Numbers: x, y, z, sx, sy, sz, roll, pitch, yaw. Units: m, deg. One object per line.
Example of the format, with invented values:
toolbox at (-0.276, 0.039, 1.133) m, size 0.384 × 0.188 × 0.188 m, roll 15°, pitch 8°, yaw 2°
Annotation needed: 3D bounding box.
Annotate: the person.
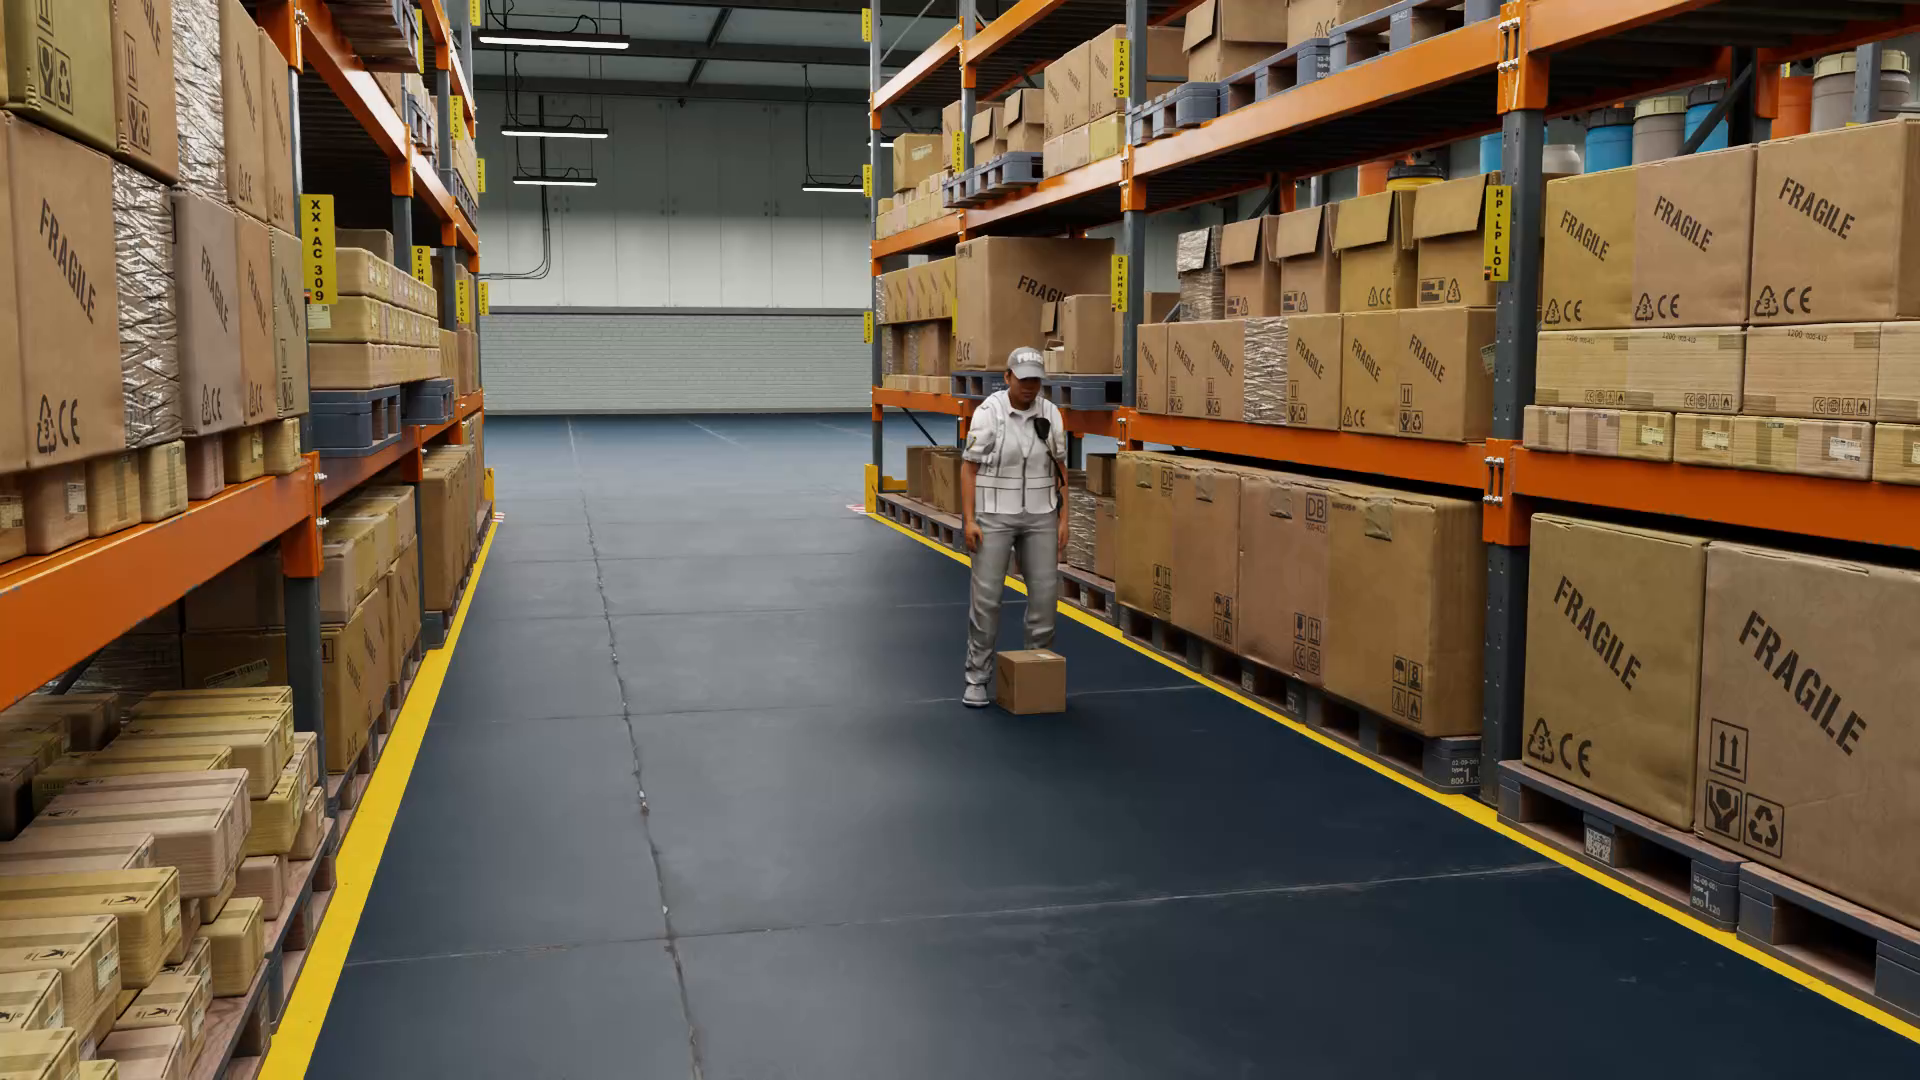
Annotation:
person at (0.260, -0.071, 7.805) m, size 0.545 × 1.666 × 0.471 m, roll -2°, pitch 6°, yaw -14°
